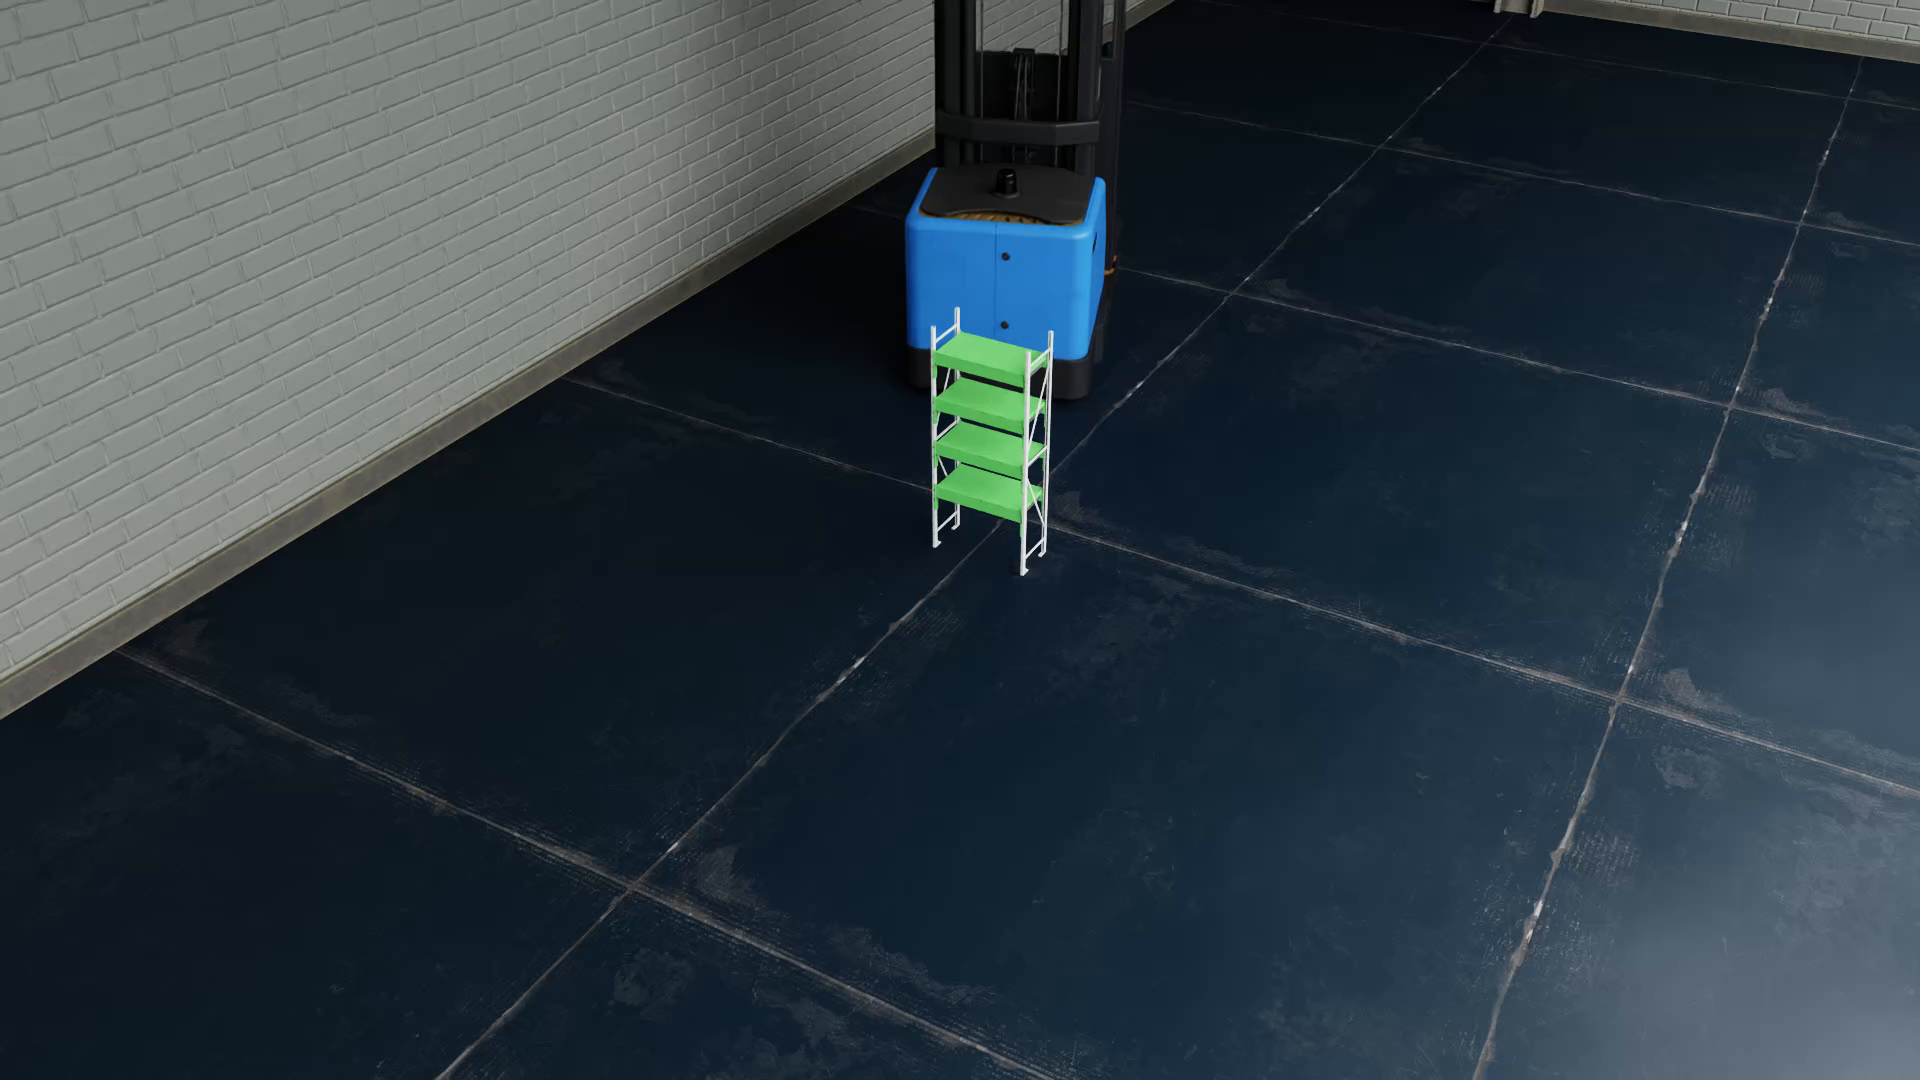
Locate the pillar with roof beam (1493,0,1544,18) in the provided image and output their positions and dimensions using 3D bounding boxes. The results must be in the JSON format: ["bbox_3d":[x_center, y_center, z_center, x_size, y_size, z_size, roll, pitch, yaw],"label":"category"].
[{"bbox_3d":[3.169,-6.705,10.200,0.400,9.000,9.100,18,37,24],"label":"pillar with roof beam"}]

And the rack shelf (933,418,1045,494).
[{"bbox_3d":[0.144,-0.401,7.884,0.480,0.148,0.258,18,37,24],"label":"rack shelf"}]

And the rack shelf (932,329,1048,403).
[{"bbox_3d":[0.144,-0.800,7.618,0.480,0.148,0.258,18,37,24],"label":"rack shelf"}]

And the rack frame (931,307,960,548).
[{"bbox_3d":[-0.068,-0.521,7.950,0.015,1.200,0.240,18,37,24],"label":"rack frame"}]

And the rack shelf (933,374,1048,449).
[{"bbox_3d":[0.144,-0.600,7.751,0.480,0.148,0.258,18,37,24],"label":"rack shelf"}]

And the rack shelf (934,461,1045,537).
[{"bbox_3d":[0.144,-0.201,8.018,0.480,0.148,0.258,18,37,24],"label":"rack shelf"}]

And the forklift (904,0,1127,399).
[{"bbox_3d":[0.437,-2.812,9.828,1.130,2.935,3.031,5,34,8],"label":"forklift"}]

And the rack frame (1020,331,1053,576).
[{"bbox_3d":[0.356,-0.387,7.748,0.015,1.200,0.240,18,37,24],"label":"rack frame"}]

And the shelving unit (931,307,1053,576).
[{"bbox_3d":[0.144,-0.454,7.849,0.503,1.200,0.258,18,37,24],"label":"shelving unit"}]
